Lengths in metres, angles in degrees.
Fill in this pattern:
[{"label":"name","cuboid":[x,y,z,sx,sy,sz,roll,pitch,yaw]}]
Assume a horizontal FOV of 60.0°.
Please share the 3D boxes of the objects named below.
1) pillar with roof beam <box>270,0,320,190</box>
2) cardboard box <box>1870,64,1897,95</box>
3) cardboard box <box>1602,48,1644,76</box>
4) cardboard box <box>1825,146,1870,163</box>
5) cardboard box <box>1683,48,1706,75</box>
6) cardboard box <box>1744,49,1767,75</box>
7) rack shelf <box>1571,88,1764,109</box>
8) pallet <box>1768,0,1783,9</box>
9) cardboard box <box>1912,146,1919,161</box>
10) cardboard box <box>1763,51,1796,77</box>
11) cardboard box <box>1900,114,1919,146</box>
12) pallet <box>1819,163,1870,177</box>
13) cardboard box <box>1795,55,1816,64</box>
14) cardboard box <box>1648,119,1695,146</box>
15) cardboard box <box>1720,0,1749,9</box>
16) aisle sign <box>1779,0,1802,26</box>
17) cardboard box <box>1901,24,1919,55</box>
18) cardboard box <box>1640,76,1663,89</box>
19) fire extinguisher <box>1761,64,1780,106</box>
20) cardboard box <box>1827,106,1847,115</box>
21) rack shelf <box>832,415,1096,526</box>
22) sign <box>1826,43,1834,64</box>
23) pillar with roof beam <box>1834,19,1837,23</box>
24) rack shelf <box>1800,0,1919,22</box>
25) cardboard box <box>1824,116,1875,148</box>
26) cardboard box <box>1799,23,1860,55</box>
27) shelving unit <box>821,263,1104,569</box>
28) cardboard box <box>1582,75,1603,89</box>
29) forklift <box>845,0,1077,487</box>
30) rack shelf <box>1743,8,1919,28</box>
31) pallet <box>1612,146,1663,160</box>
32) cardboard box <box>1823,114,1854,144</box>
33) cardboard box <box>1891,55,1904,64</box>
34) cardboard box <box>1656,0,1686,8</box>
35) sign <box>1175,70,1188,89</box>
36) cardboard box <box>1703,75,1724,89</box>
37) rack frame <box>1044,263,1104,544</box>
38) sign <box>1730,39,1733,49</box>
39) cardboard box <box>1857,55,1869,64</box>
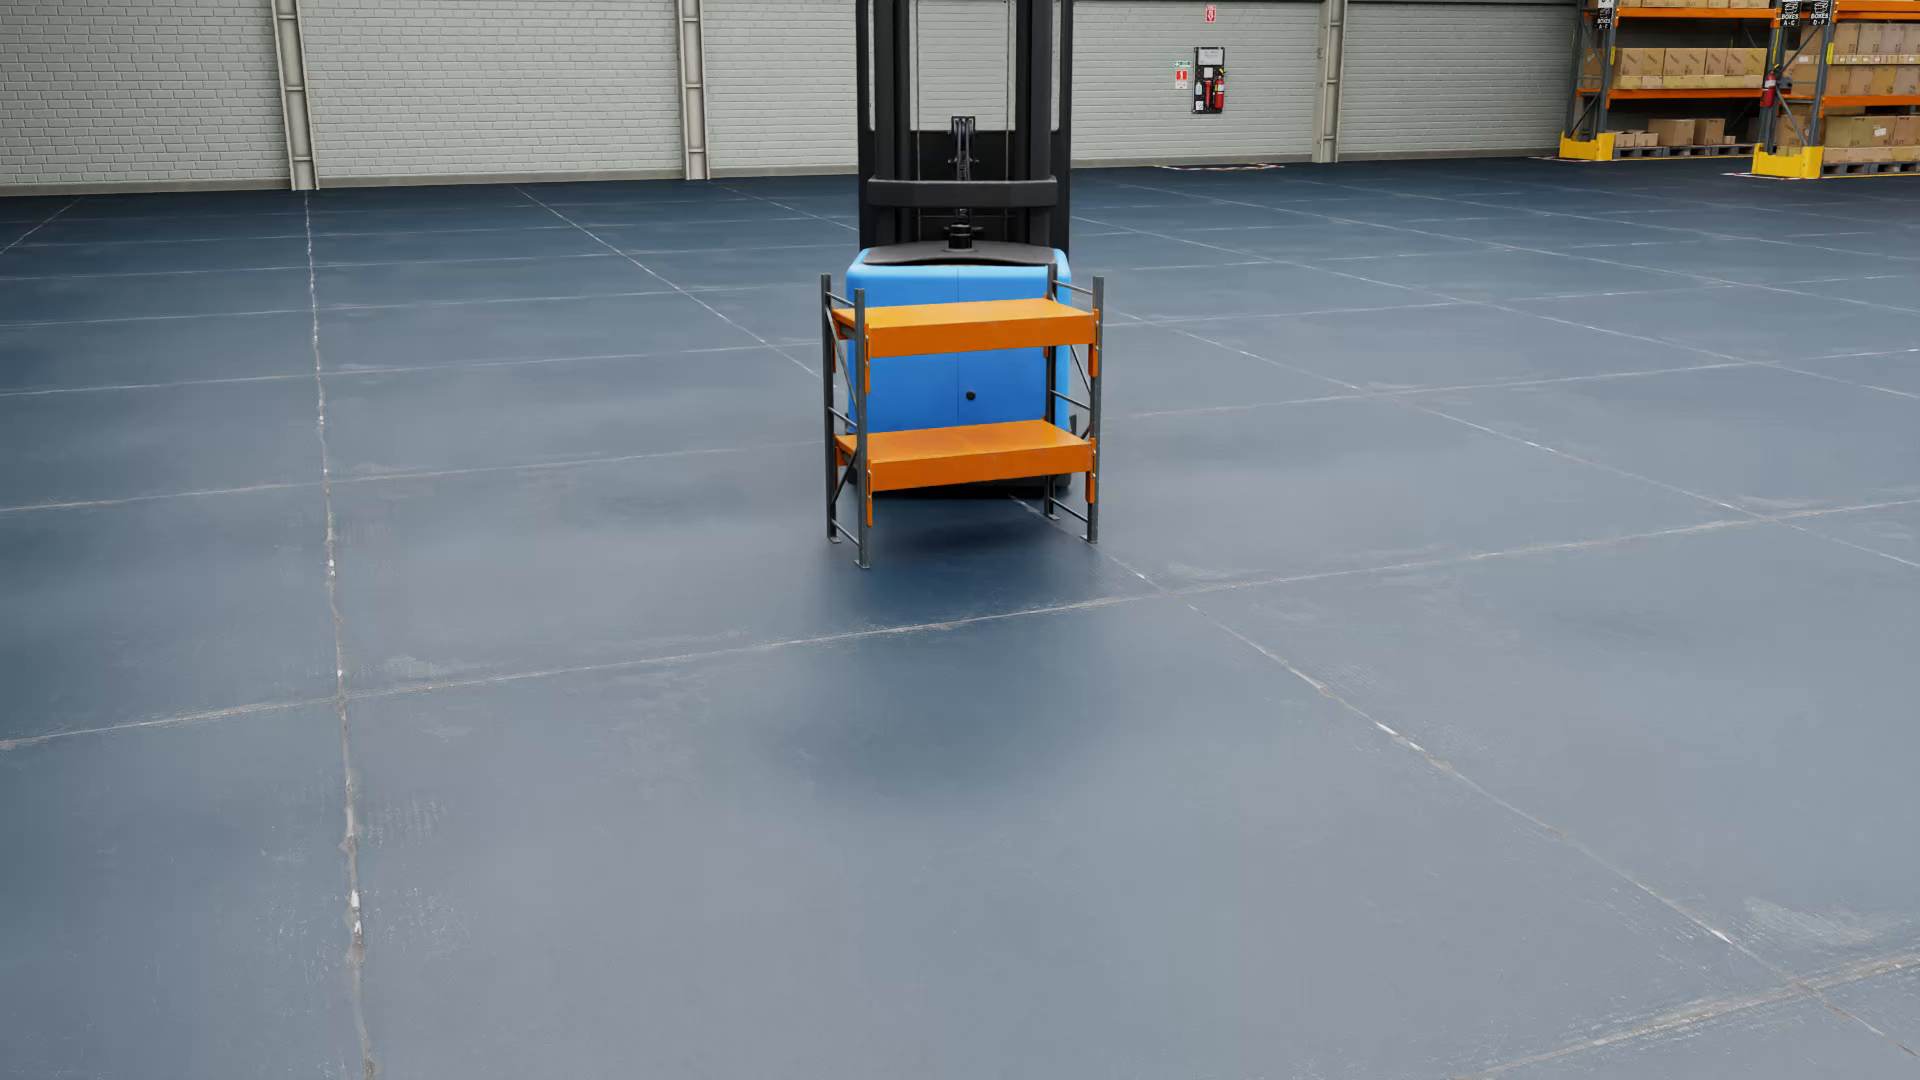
[{"label":"pillar with roof beam","cuboid":[-8.389,-8.510,20.106,0.400,9.000,9.100,-6,17,-20]},{"label":"cardboard box","cuboid":[15.309,-7.777,28.080,0.500,0.500,0.700,-6,17,-20]},{"label":"cardboard box","cuboid":[12.691,-9.152,31.840,0.500,0.500,0.500,-6,17,-20]},{"label":"cardboard box","cuboid":[14.960,-6.512,28.084,0.500,0.250,0.500,-6,17,-20]},{"label":"cardboard box","cuboid":[14.119,-9.305,32.361,0.500,0.500,0.500,-6,17,-18]},{"label":"cardboard box","cuboid":[15.542,-9.457,32.879,0.500,0.500,0.500,-6,17,-20]},{"label":"rack shelf","cuboid":[14.005,-8.742,32.821,4.000,0.370,1.077,-6,17,-20]},{"label":"pallet","cuboid":[16.487,-10.672,33.127,1.003,0.211,1.213,-6,17,-20]},{"label":"cardboard box","cuboid":[16.362,-6.662,28.595,0.500,0.250,0.500,-6,17,-20]},{"label":"cardboard box","cuboid":[16.360,-9.590,33.474,0.500,0.500,0.700,-6,17,-20]},{"label":"cardboard box","cuboid":[16.357,-7.025,28.500,0.500,0.500,0.500,-6,17,-20]},{"label":"pallet","cuboid":[14.613,-6.333,28.289,1.213,0.211,1.003,-6,17,-20]},{"label":"cardboard box","cuboid":[14.202,-8.031,27.792,0.250,0.149,0.380,-6,18,-21]},{"label":"cardboard box","cuboid":[14.051,-8.062,32.883,0.500,0.500,0.700,-7,18,-24]},{"label":"cardboard box","cuboid":[15.013,-10.622,32.410,0.500,0.500,0.500,-8,18,-25]},{"label":"aisle sign","cuboid":[13.747,-8.901,27.470,0.004,0.787,0.394,-6,17,-20]},{"label":"cardboard box","cuboid":[15.831,-8.458,28.097,0.500,0.500,0.700,-6,17,-20]},{"label":"cardboard box","cuboid":[13.187,-8.845,32.125,0.500,0.250,0.500,-7,18,-22]},{"label":"fire extinguisher","cuboid":[13.637,-7.656,27.982,0.183,0.674,0.296,-6,17,-20]},{"label":"cardboard box","cuboid":[17.921,-8.883,34.350,0.500,0.250,0.500,-6,17,-20]},{"label":"rack shelf","cuboid":[0.006,-0.306,7.011,1.000,0.278,0.538,-6,17,-20]},{"label":"sign","cuboid":[14.107,-7.889,26.963,0.005,0.325,0.100,-6,17,-20]},{"label":"pillar with roof beam","cuboid":[19.625,-11.534,30.406,0.400,9.000,9.100,-6,17,-20]},{"label":"rack shelf","cuboid":[15.781,-8.878,27.961,4.000,0.370,1.077,-6,17,-20]},{"label":"cardboard box","cuboid":[14.960,-6.871,27.977,0.500,0.500,0.500,-6,17,-20]},{"label":"cardboard box","cuboid":[14.404,-8.302,27.566,0.500,0.500,0.700,-6,17,-20]},{"label":"shelving unit","cuboid":[0.006,-0.540,6.942,1.048,1.125,0.538,-6,17,-20]},{"label":"cardboard box","cuboid":[12.505,-8.921,32.385,0.500,0.250,0.500,-6,17,-19]},{"label":"forklift","cuboid":[0.029,-2.011,8.745,1.130,2.935,3.031,0,16,1]},{"label":"rack shelf","cuboid":[17.740,-10.585,33.772,4.000,0.370,1.077,-6,17,-20]},{"label":"pallet","cuboid":[12.980,-7.628,32.699,1.213,0.211,1.003,-6,17,-20]},{"label":"cardboard box","cuboid":[15.237,-7.062,28.626,0.500,0.500,0.500,-6,17,-20]},{"label":"cardboard box","cuboid":[15.559,-8.055,27.876,0.250,0.149,0.380,-6,18,-21]},{"label":"cardboard box","cuboid":[13.537,-10.448,31.818,0.500,0.500,0.500,-5,17,-18]},{"label":"sign","cuboid":[4.005,-8.328,30.072,0.234,0.329,0.001,-6,17,-20]},{"label":"cardboard box","cuboid":[14.607,-8.996,32.640,0.500,0.250,0.500,-6,17,-20]},{"label":"rack frame","cuboid":[0.481,-0.592,7.117,0.032,1.125,0.500,-6,17,-20]},{"label":"sign","cuboid":[15.671,-9.990,33.739,0.005,0.325,0.100,-6,17,-20]},{"label":"cardboard box","cuboid":[14.836,-7.977,27.610,0.250,0.149,0.380,-6,17,-20]}]
